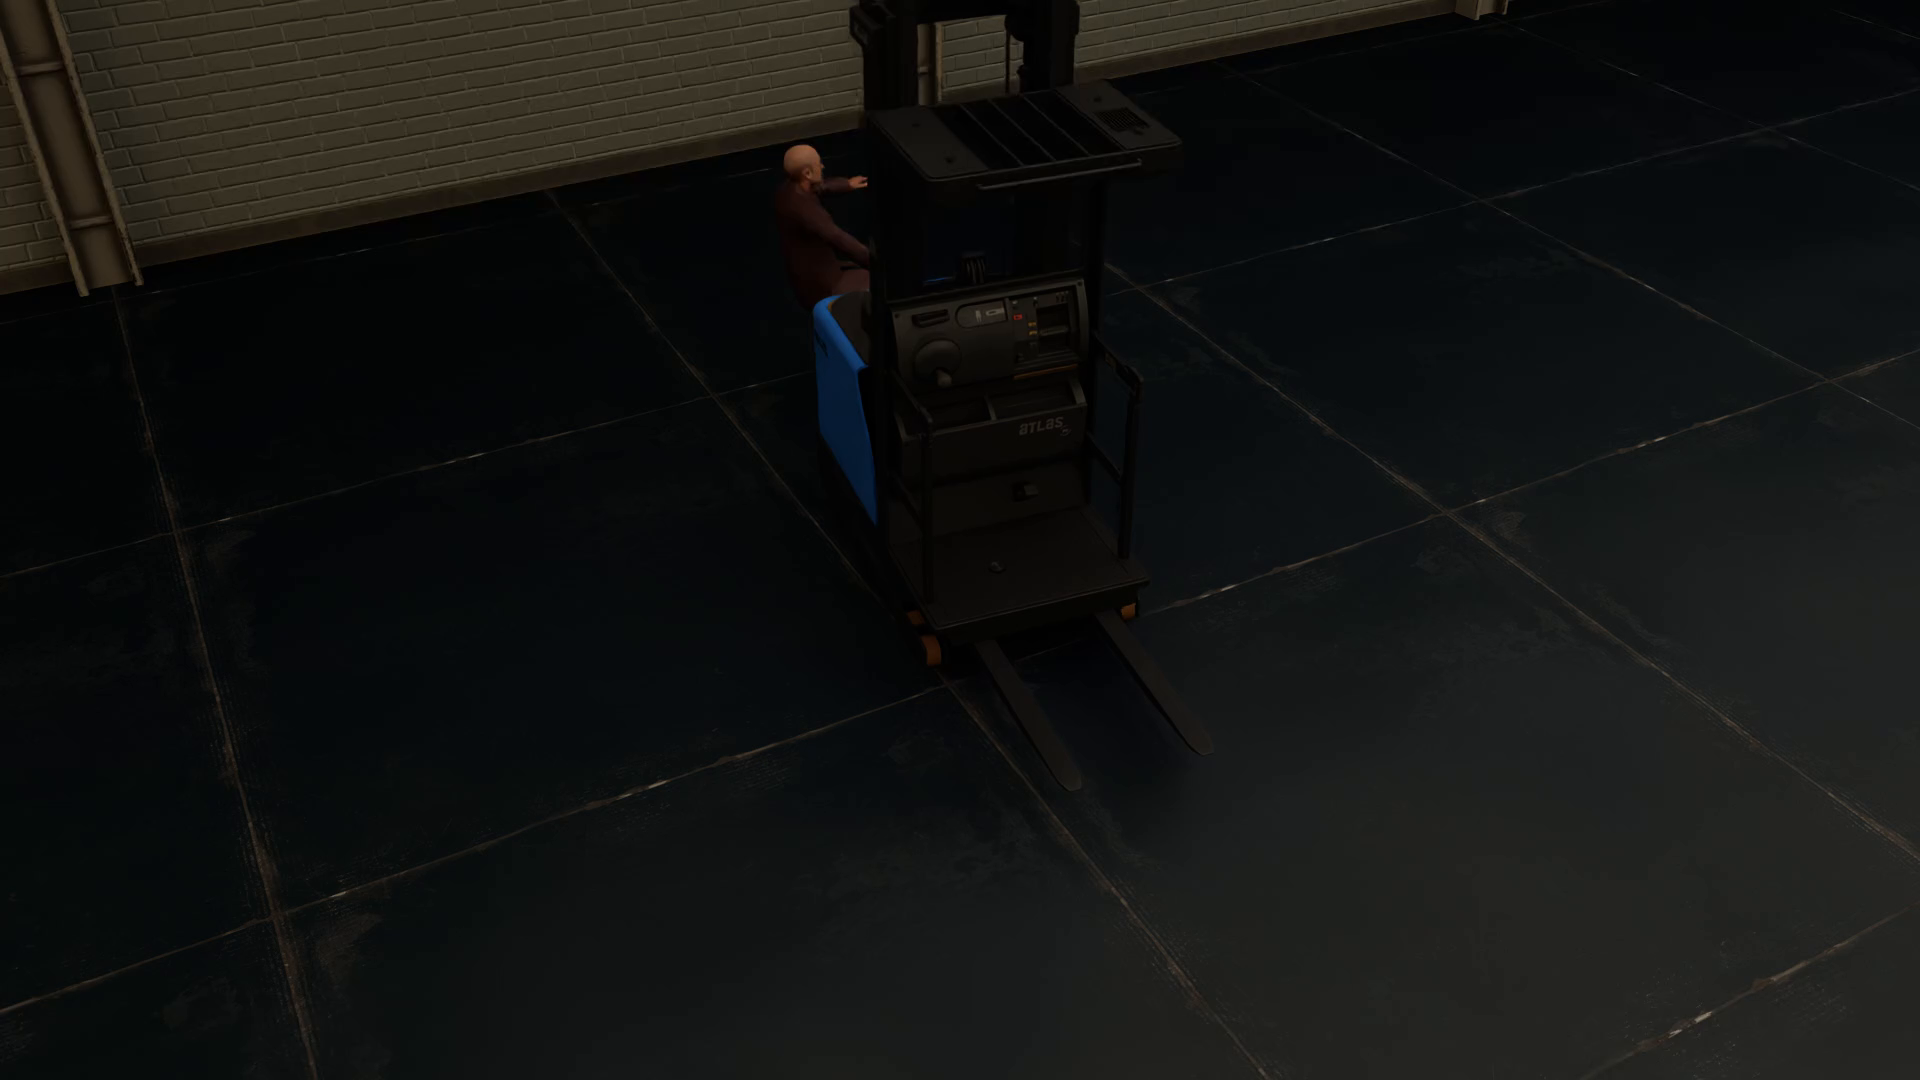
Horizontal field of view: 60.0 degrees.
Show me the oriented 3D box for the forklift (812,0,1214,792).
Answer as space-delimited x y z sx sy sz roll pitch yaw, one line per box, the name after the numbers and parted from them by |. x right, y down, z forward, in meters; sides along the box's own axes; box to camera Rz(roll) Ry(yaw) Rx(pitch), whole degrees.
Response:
0.222 -0.868 7.351 1.130 2.935 3.031 -12 37 -17 | forklift

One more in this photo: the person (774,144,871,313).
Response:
-0.584 -1.550 9.542 0.872 1.522 1.118 -17 39 -22 | person
